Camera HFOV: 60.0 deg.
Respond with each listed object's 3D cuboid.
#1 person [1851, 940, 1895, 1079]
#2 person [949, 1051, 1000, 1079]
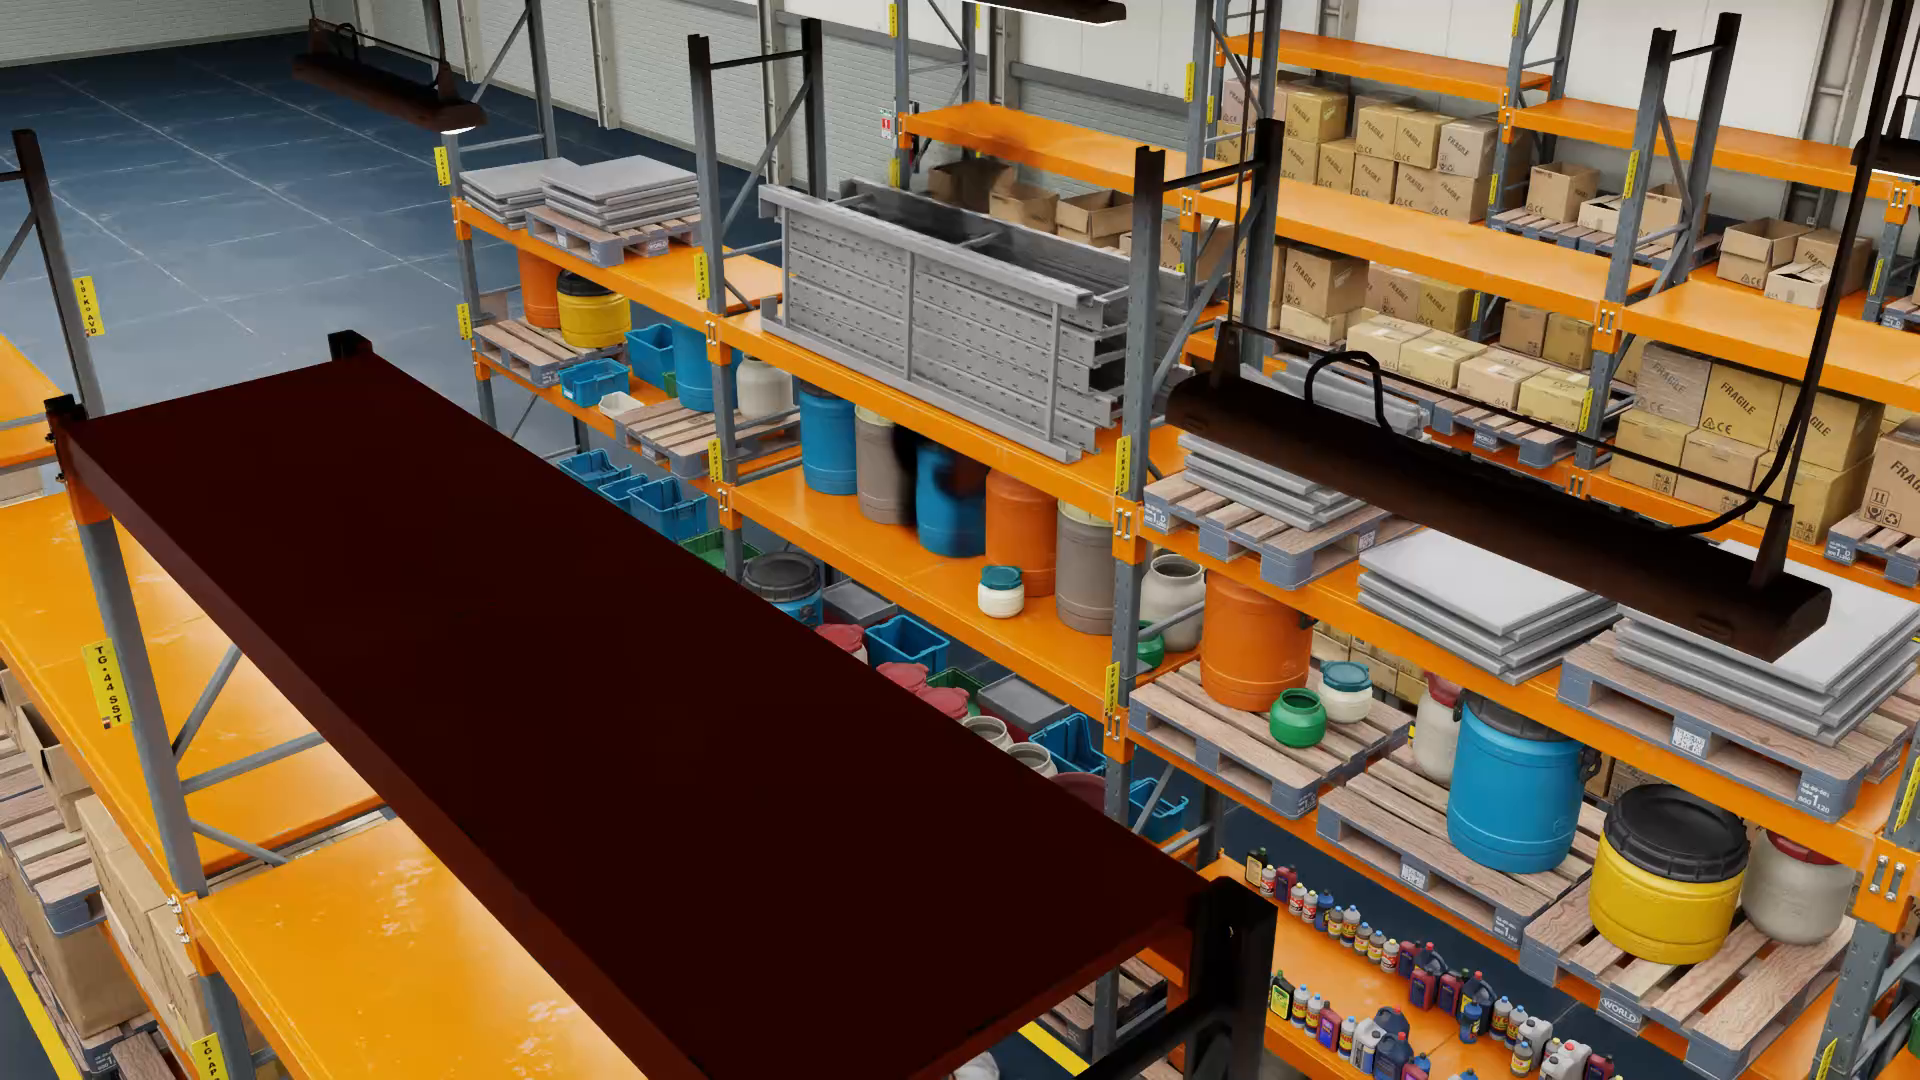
[{"bbox_3d":[5.352,2.977,9.951,0.605,1.626,0.585,23,35,38],"label":"person"},{"bbox_3d":[0.021,3.343,8.858,0.761,1.637,0.625,20,33,34],"label":"person"}]
